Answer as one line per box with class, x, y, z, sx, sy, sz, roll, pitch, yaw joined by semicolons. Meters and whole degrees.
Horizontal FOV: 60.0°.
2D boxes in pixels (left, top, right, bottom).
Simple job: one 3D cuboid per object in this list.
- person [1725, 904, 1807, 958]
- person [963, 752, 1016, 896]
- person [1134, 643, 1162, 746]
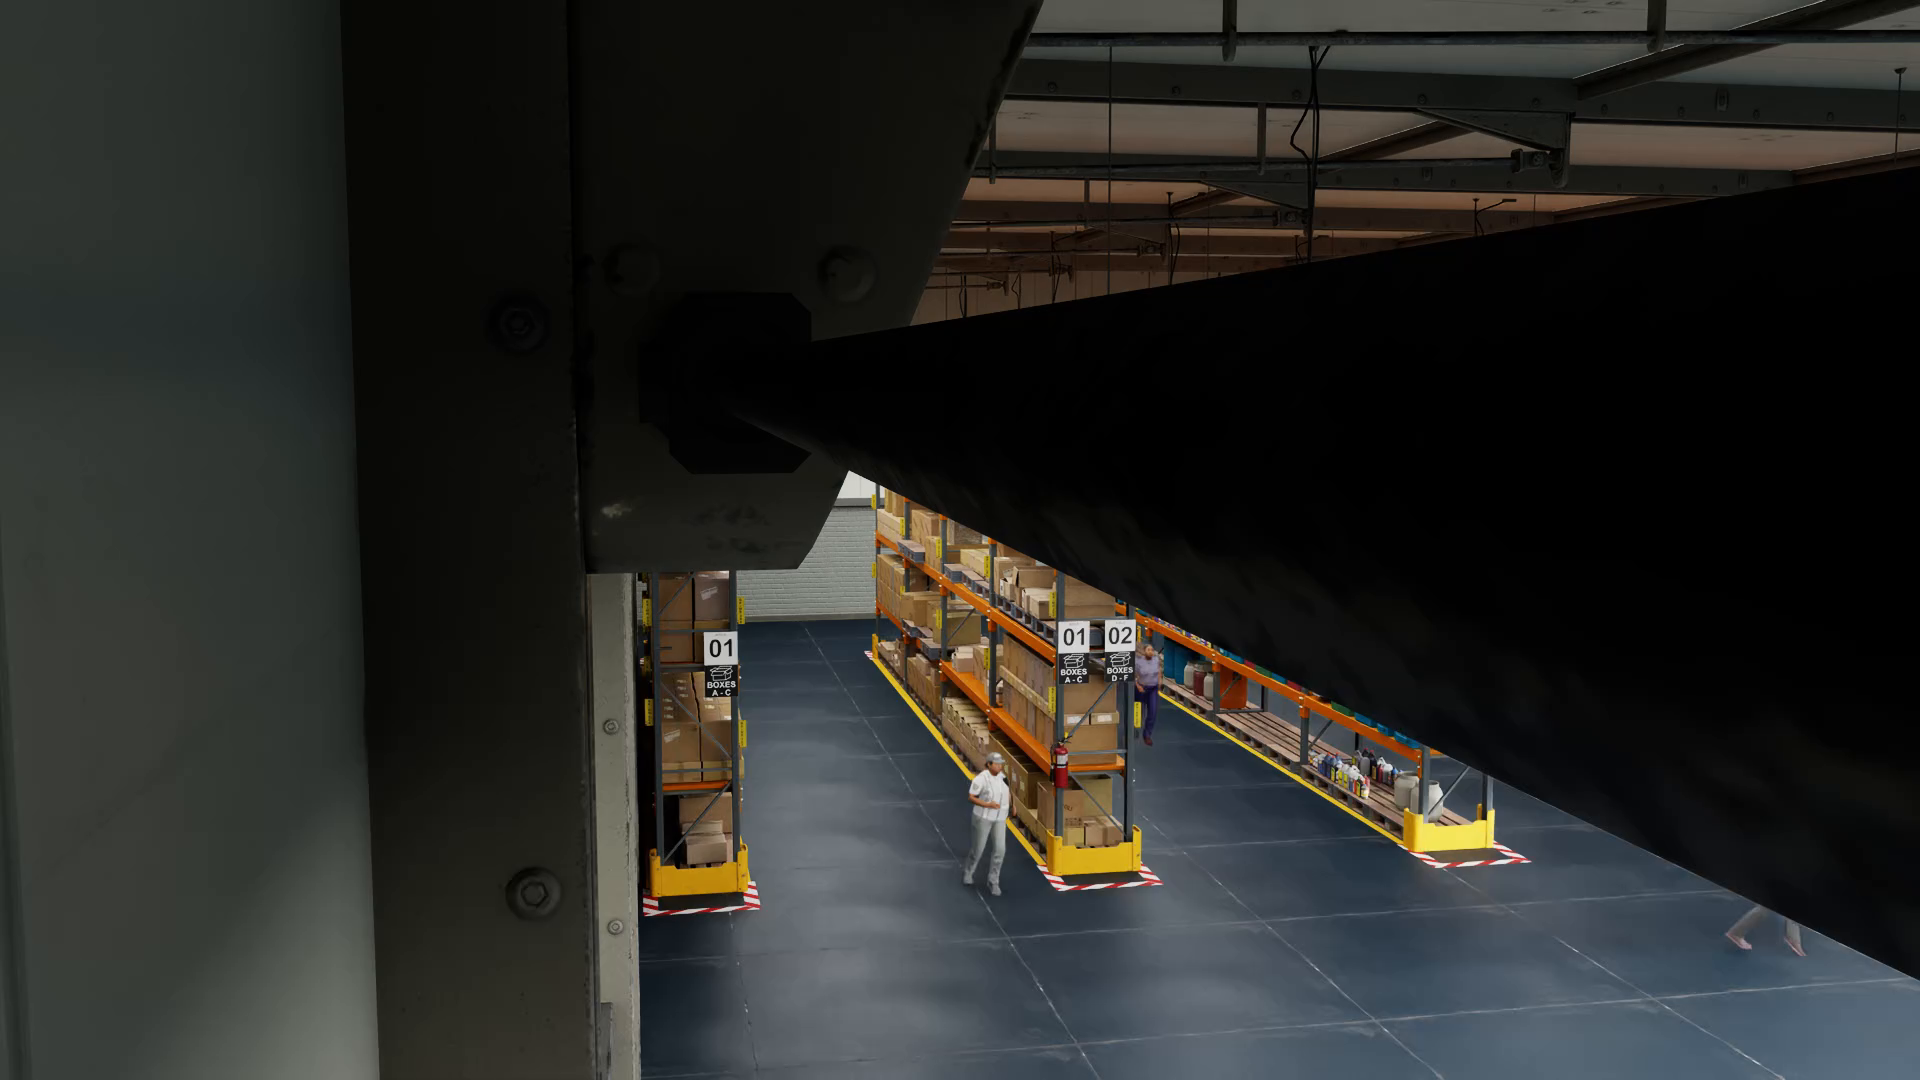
person;8.753;3.686;17.974;0.846;1.685;0.599;1;6;11
person;0.401;3.440;20.308;0.660;1.709;0.697;-3;7;-29
person;3.035;2.483;27.082;0.631;1.631;0.705;-2;6;-16
